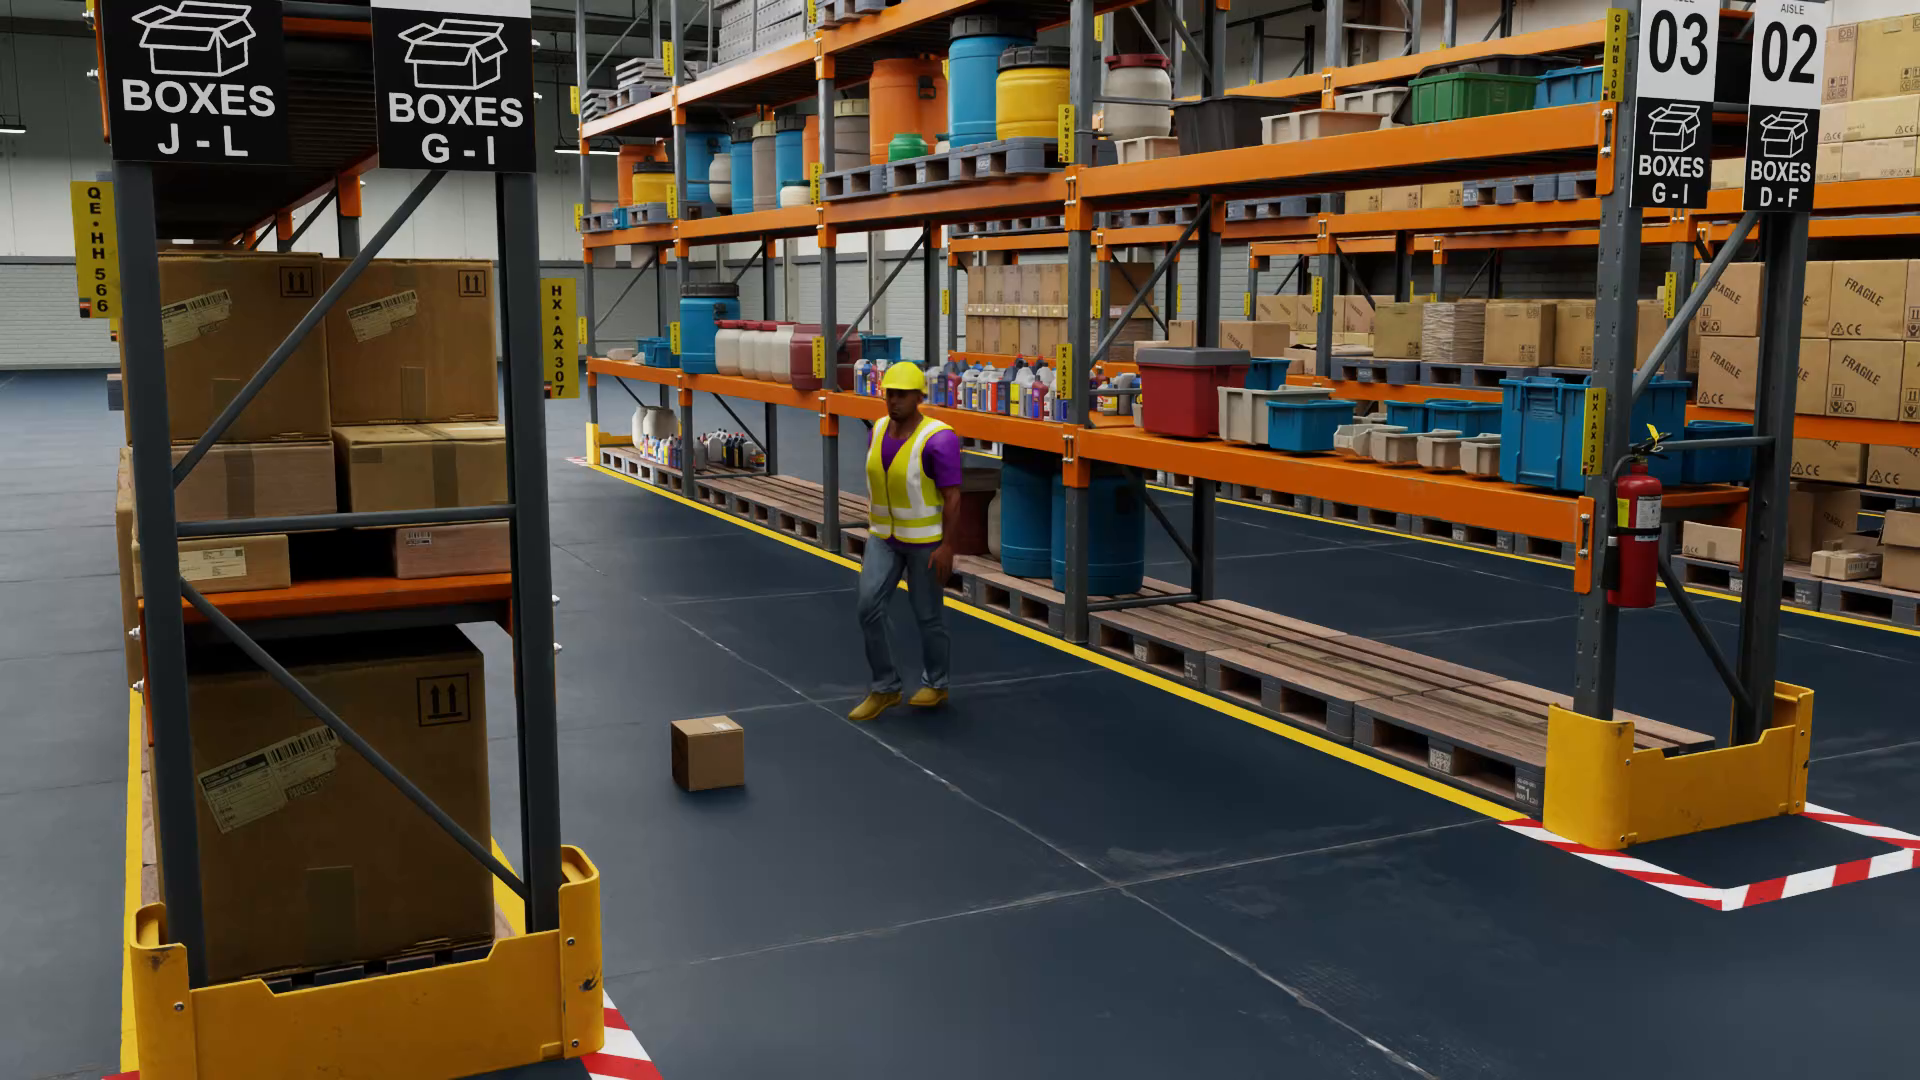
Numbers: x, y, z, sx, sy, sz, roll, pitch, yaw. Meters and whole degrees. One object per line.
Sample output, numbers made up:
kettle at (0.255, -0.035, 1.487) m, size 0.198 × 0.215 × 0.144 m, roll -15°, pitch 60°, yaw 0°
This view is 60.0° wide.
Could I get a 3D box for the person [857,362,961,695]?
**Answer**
person at (-0.229, -0.045, 8.215) m, size 0.602 × 1.671 × 0.566 m, roll 5°, pitch 10°, yaw 31°
